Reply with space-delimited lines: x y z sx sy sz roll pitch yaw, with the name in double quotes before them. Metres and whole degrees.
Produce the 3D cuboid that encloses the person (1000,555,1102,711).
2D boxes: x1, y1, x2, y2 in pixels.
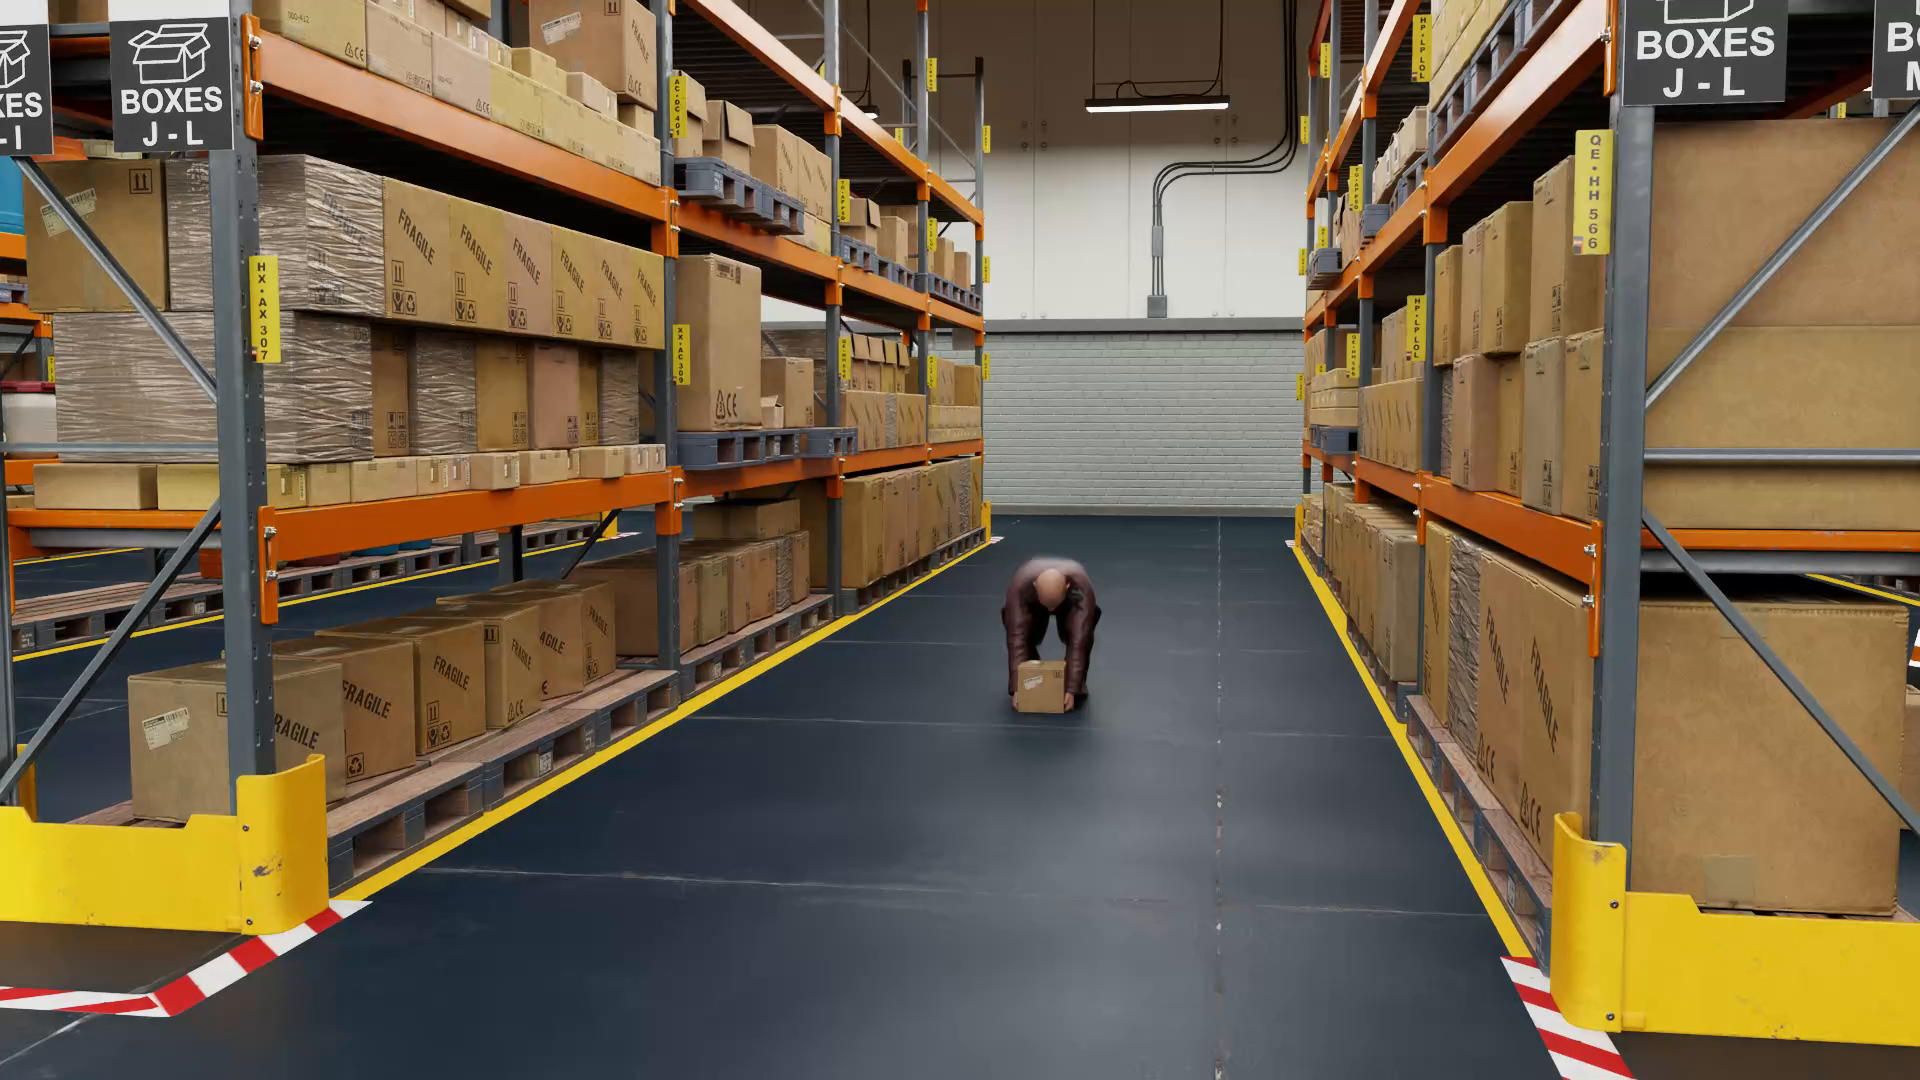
"person" 0.509 0.510 9.429 0.580 0.824 0.947 1 4 7
